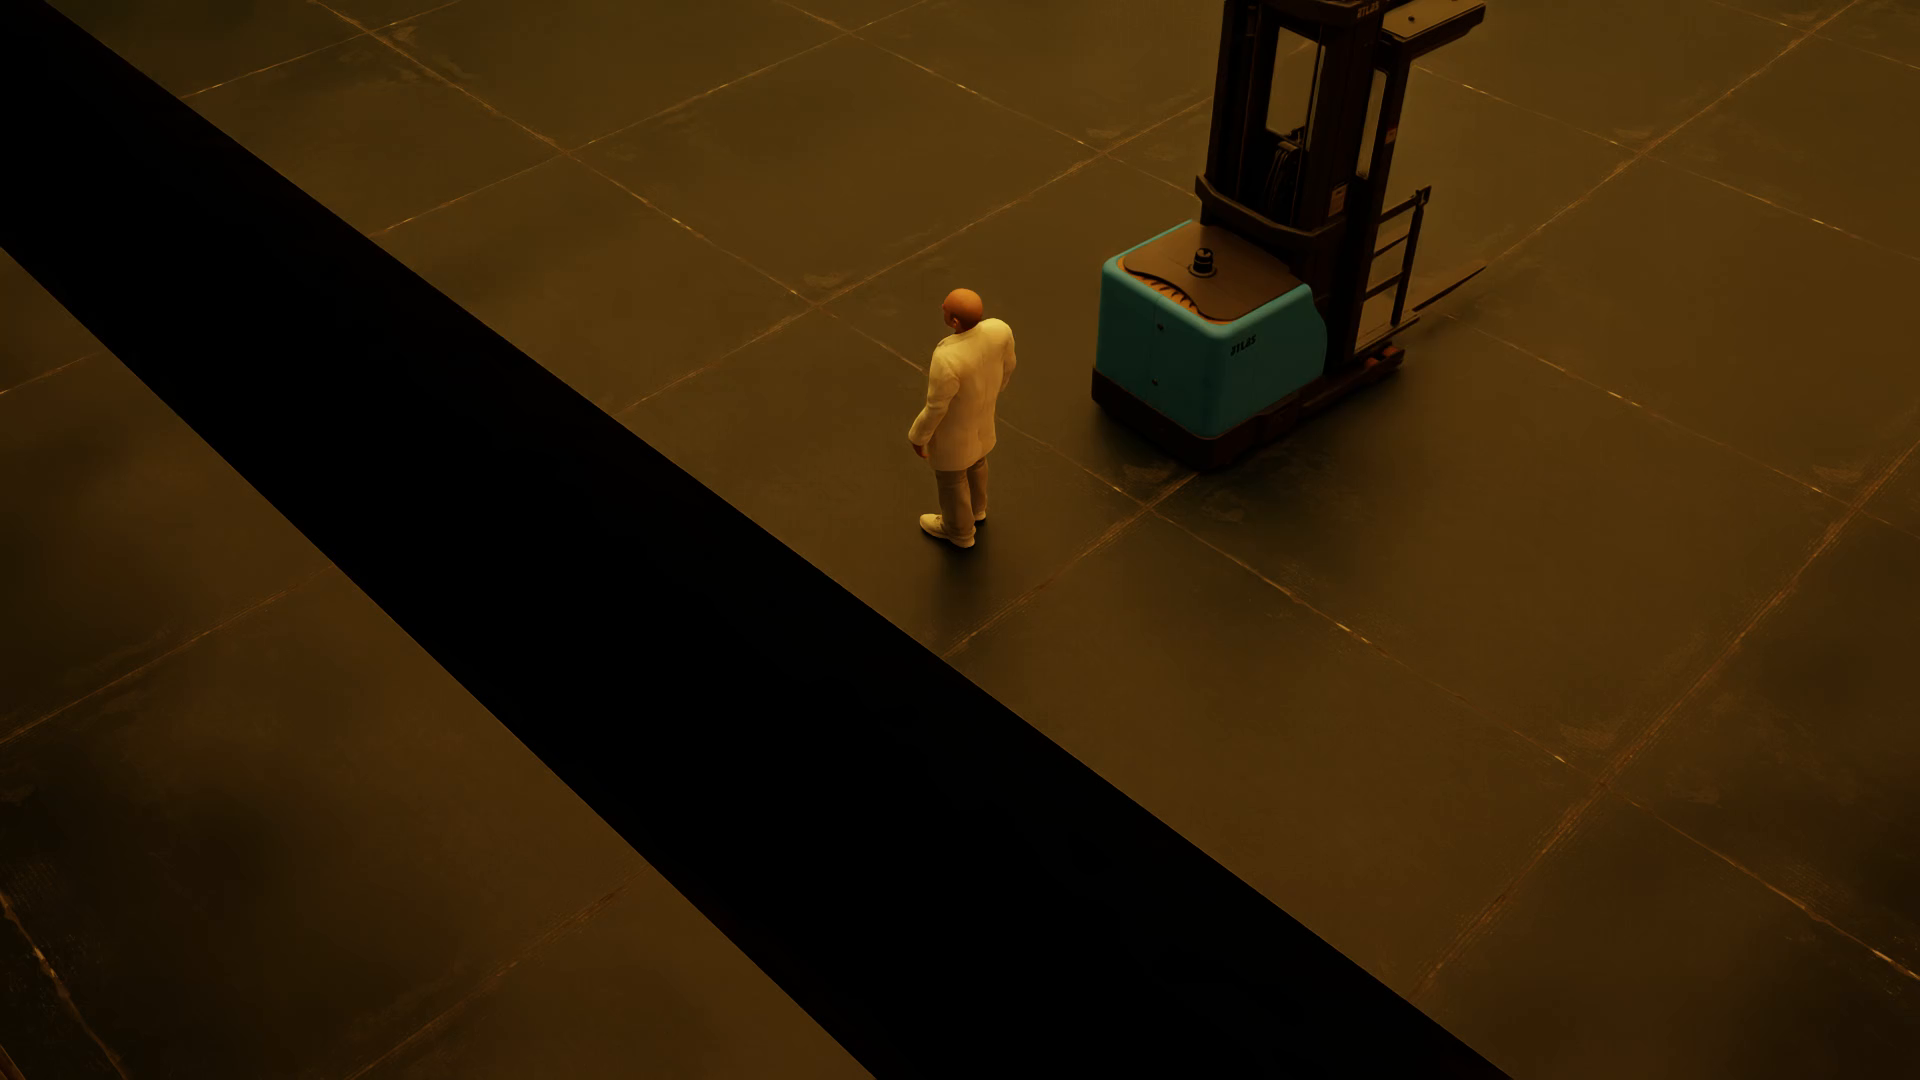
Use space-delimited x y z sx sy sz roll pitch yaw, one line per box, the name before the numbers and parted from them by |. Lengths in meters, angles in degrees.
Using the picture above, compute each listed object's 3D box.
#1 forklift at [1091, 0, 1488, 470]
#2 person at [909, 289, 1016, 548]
forklift | 2.292 -2.354 10.163 3.031 2.935 1.130 -30 50 -29
person | -0.062 -0.708 9.200 0.698 1.777 0.578 -34 52 -31
